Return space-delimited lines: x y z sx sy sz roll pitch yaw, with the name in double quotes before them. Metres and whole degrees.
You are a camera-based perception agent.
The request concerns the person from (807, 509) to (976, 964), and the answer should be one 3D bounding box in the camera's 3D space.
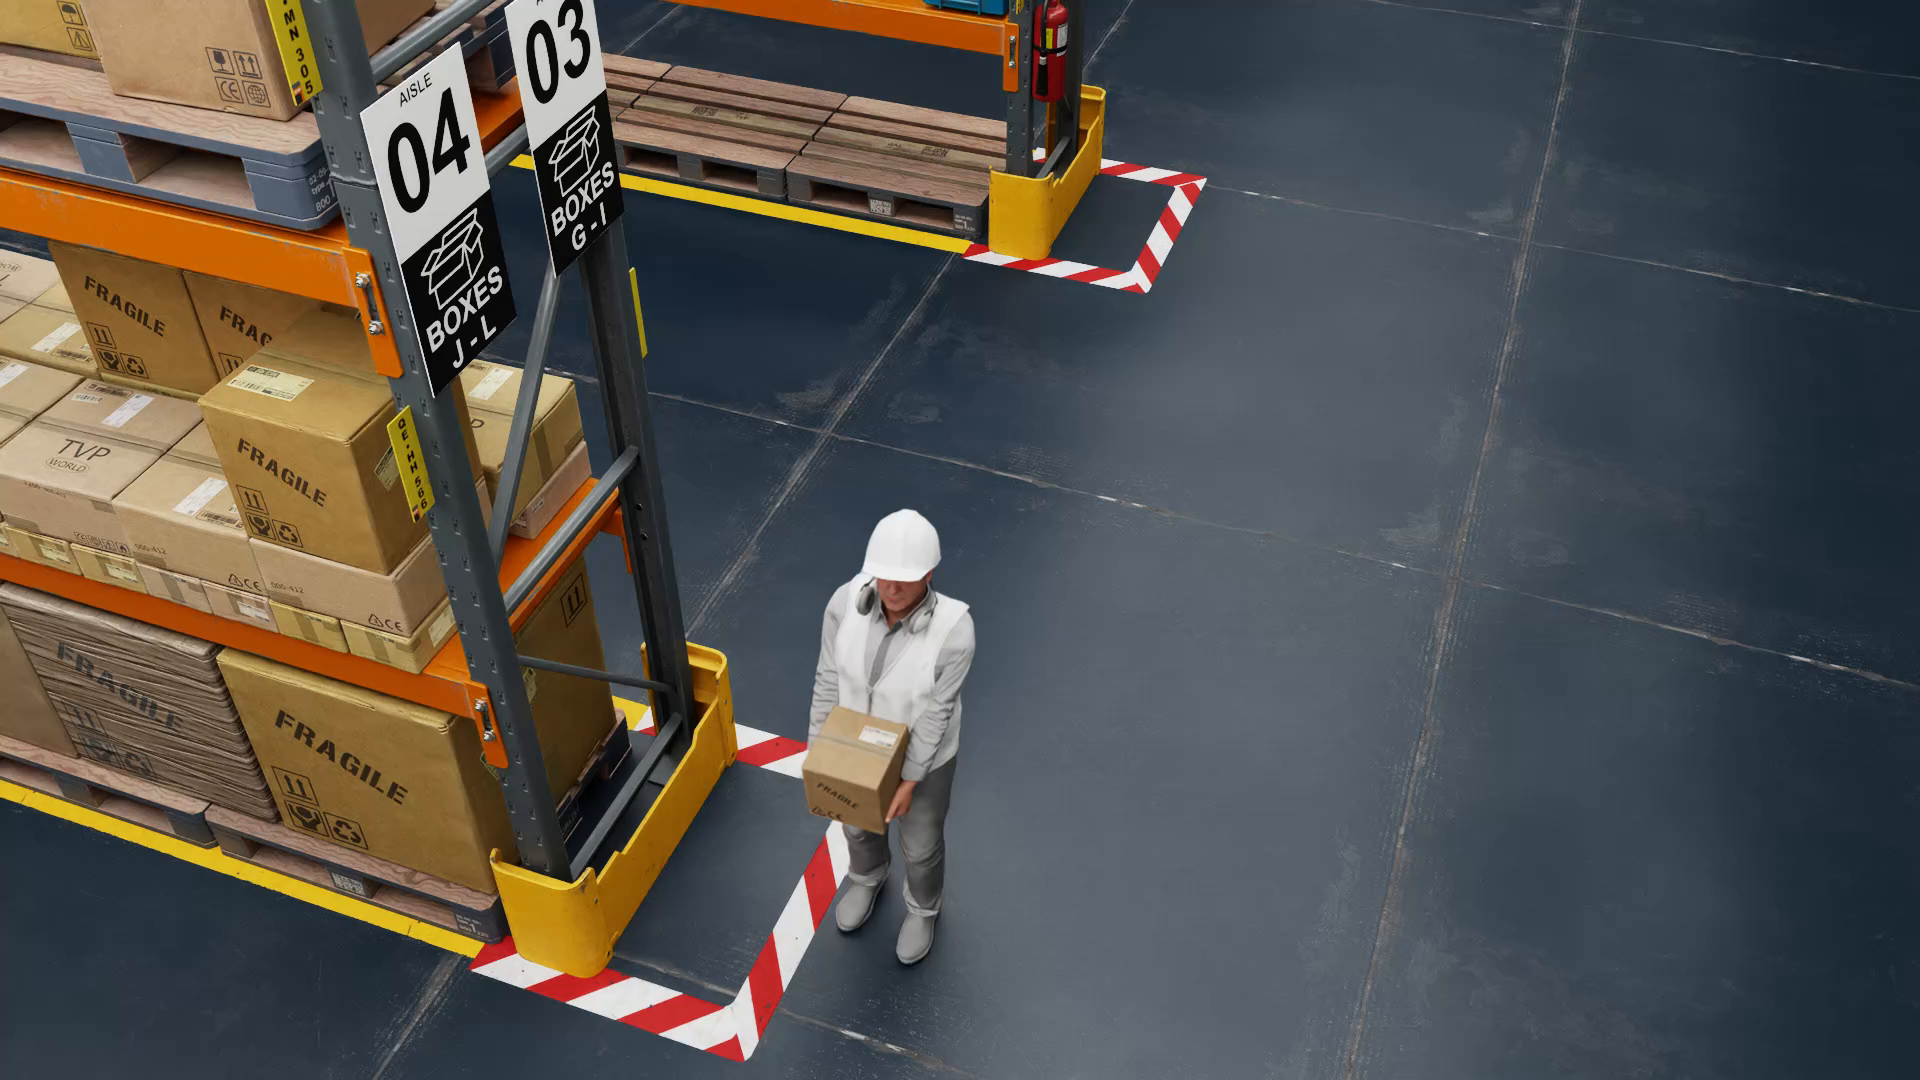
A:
"person" -0.230 0.704 5.343 0.494 1.762 0.563 14 43 15
